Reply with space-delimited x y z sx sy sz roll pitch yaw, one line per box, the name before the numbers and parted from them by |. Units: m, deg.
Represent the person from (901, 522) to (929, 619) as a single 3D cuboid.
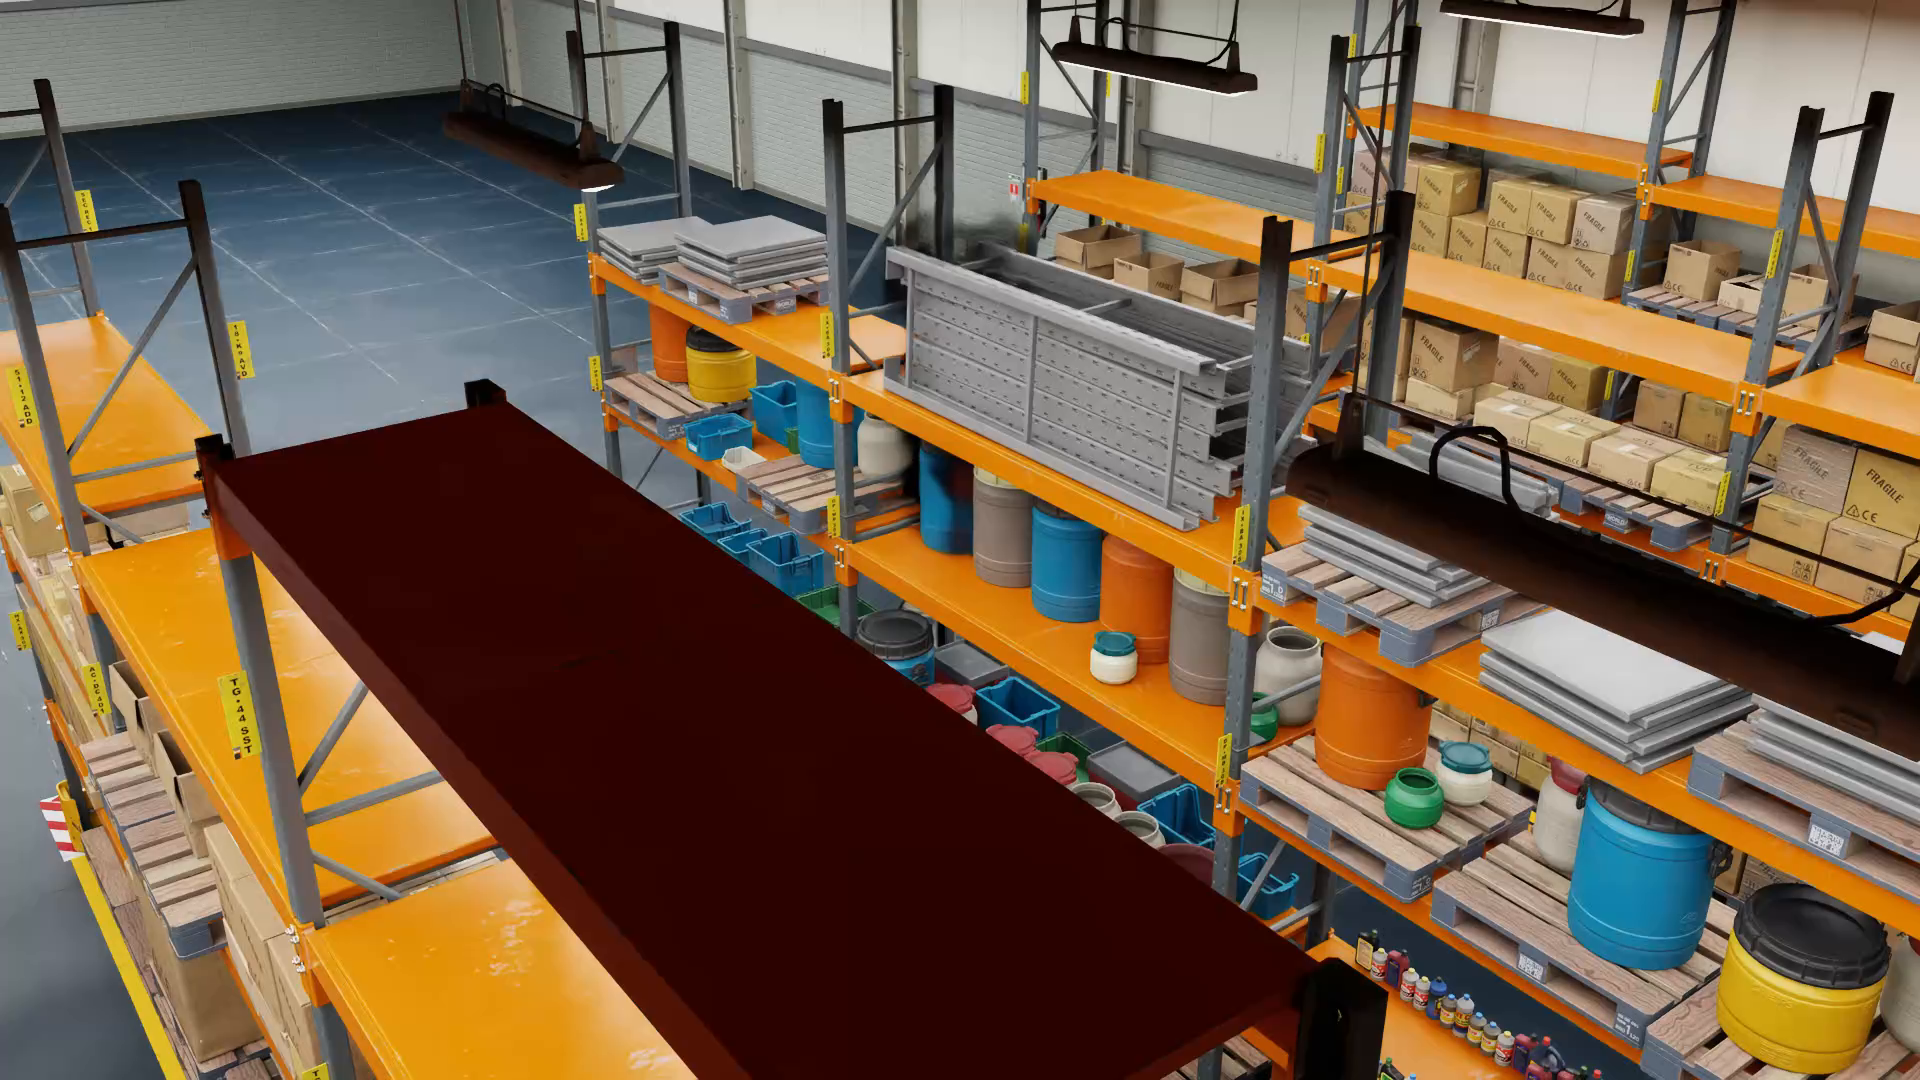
person | -0.357 0.602 15.605 0.780 1.748 0.663 23 33 40
